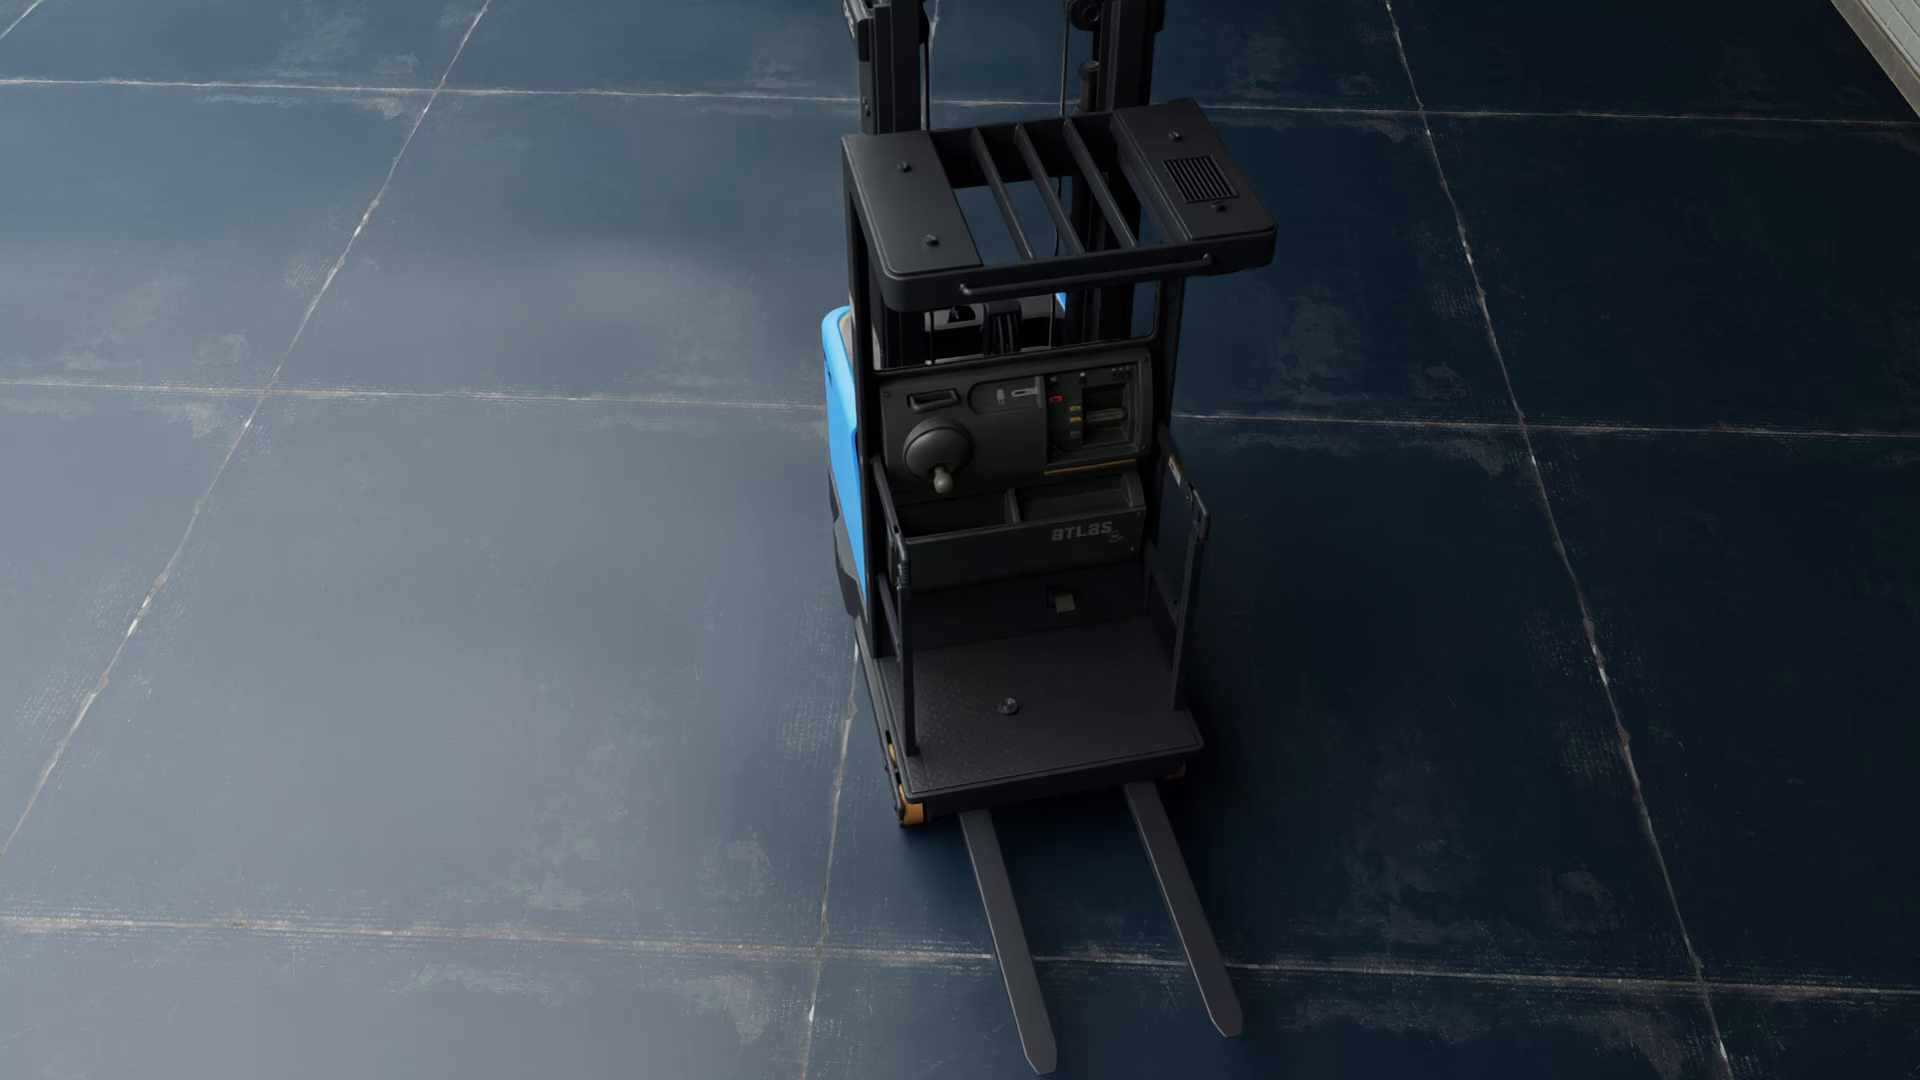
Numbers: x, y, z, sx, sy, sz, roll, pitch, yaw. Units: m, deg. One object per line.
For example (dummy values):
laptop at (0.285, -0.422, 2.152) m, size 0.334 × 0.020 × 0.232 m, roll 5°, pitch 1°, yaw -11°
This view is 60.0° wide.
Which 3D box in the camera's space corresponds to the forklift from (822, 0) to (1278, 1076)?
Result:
forklift at (0.245, -0.309, 5.431) m, size 1.130 × 2.935 × 3.031 m, roll -8°, pitch 44°, yaw -9°
